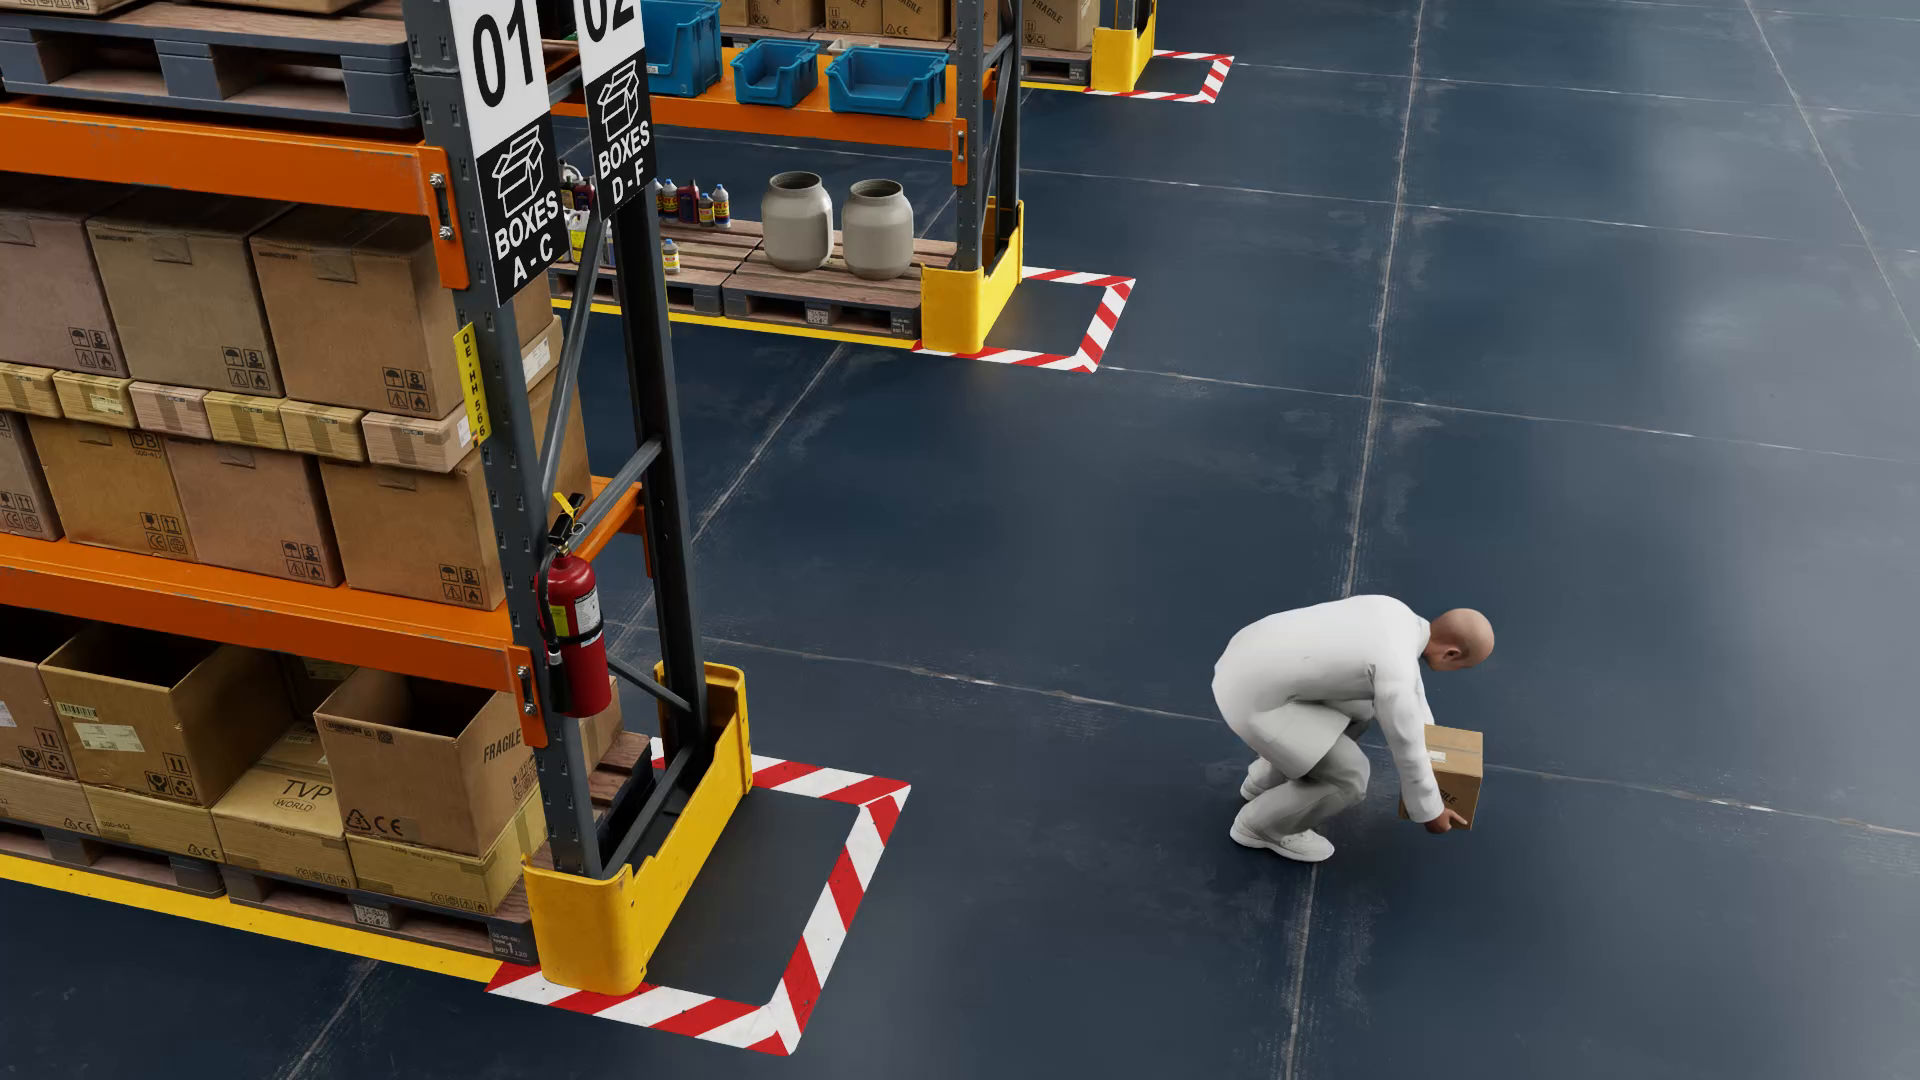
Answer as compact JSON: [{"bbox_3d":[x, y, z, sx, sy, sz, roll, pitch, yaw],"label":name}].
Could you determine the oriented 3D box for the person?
[{"bbox_3d":[1.353,0.642,5.862,0.938,1.004,0.591,7,33,11],"label":"person"}]
